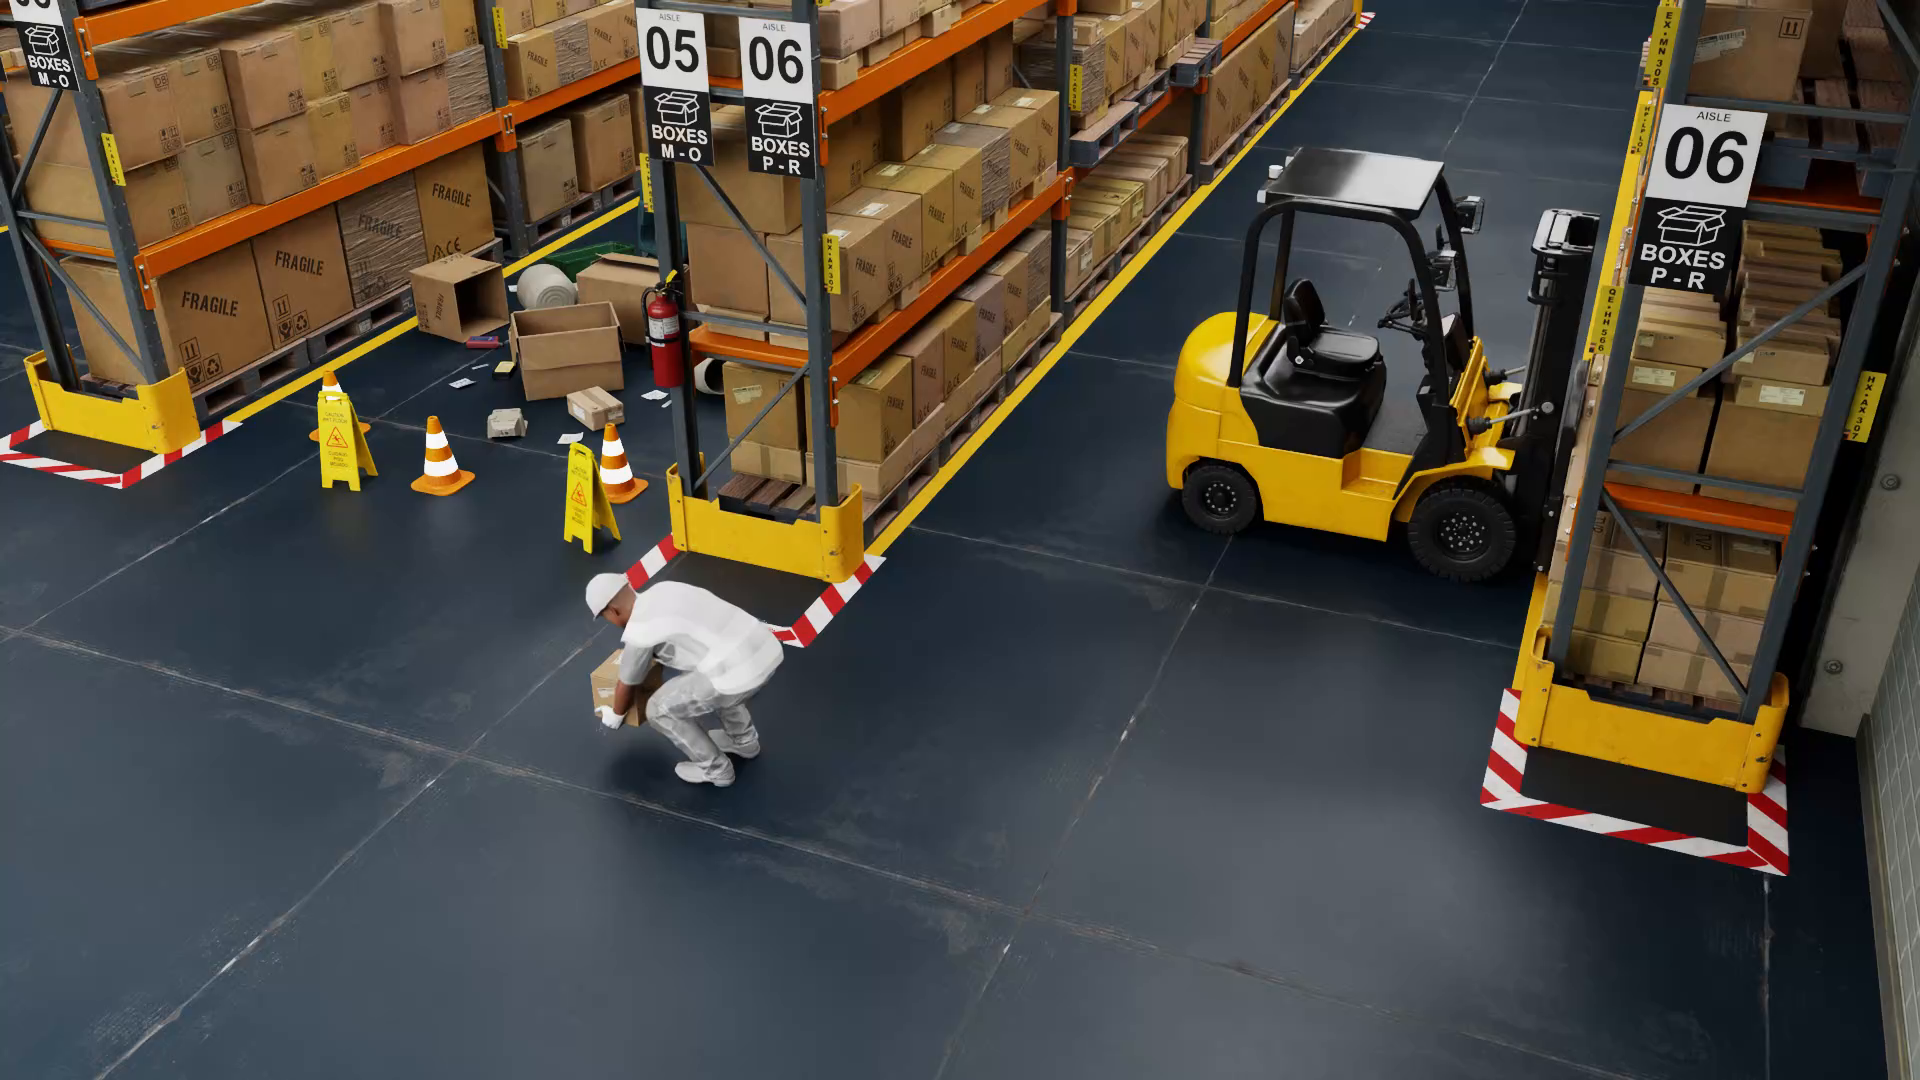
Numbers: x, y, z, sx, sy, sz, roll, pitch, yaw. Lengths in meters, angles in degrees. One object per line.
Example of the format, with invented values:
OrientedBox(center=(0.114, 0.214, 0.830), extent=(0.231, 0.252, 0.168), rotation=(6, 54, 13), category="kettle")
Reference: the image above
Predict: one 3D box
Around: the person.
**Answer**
OrientedBox(center=(-1.329, 0.657, 8.025), extent=(0.948, 0.992, 0.551), rotation=(11, 31, 18), category="person")
